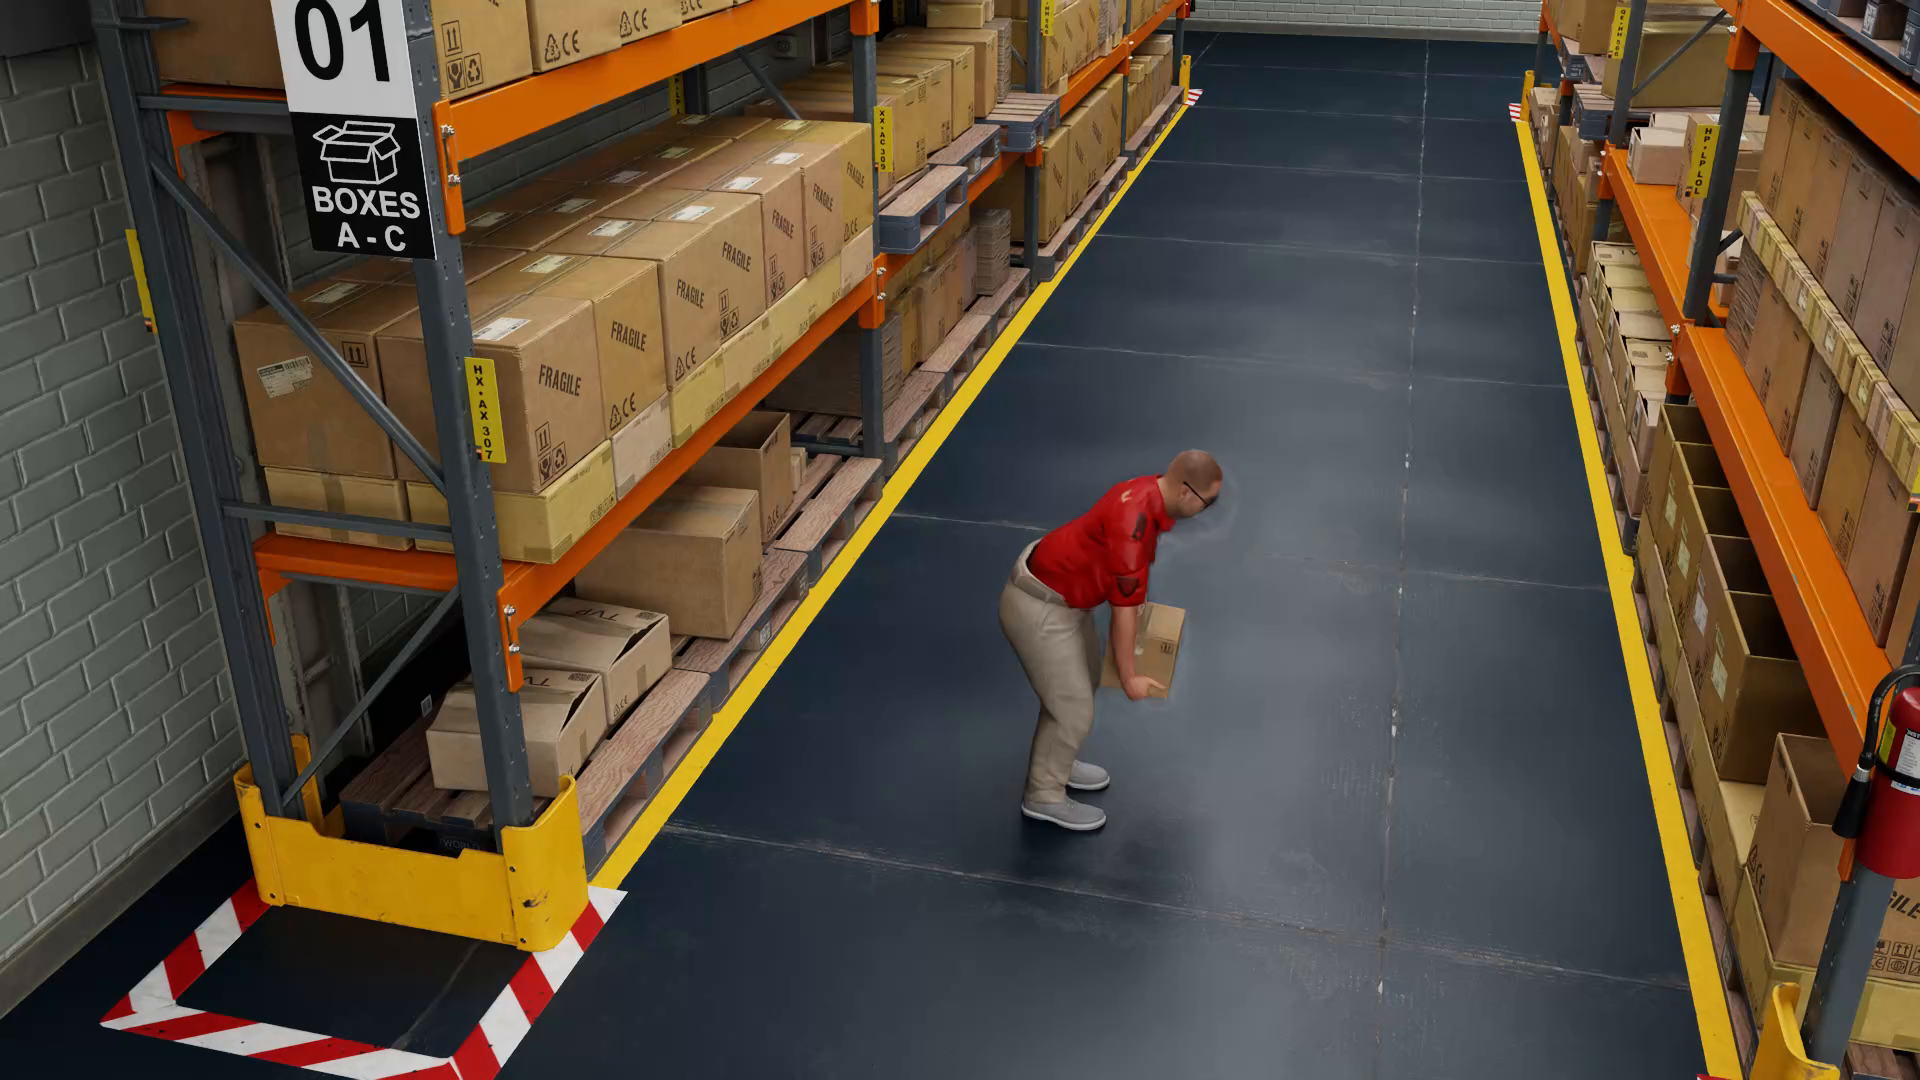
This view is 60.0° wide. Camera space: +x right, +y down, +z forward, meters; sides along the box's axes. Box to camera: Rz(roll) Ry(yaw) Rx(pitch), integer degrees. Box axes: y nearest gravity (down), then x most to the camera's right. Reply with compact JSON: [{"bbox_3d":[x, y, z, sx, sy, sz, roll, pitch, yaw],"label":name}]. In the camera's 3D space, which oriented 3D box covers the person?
[{"bbox_3d":[0.538,0.347,6.156,0.778,1.510,0.465,6,26,12],"label":"person"}]
